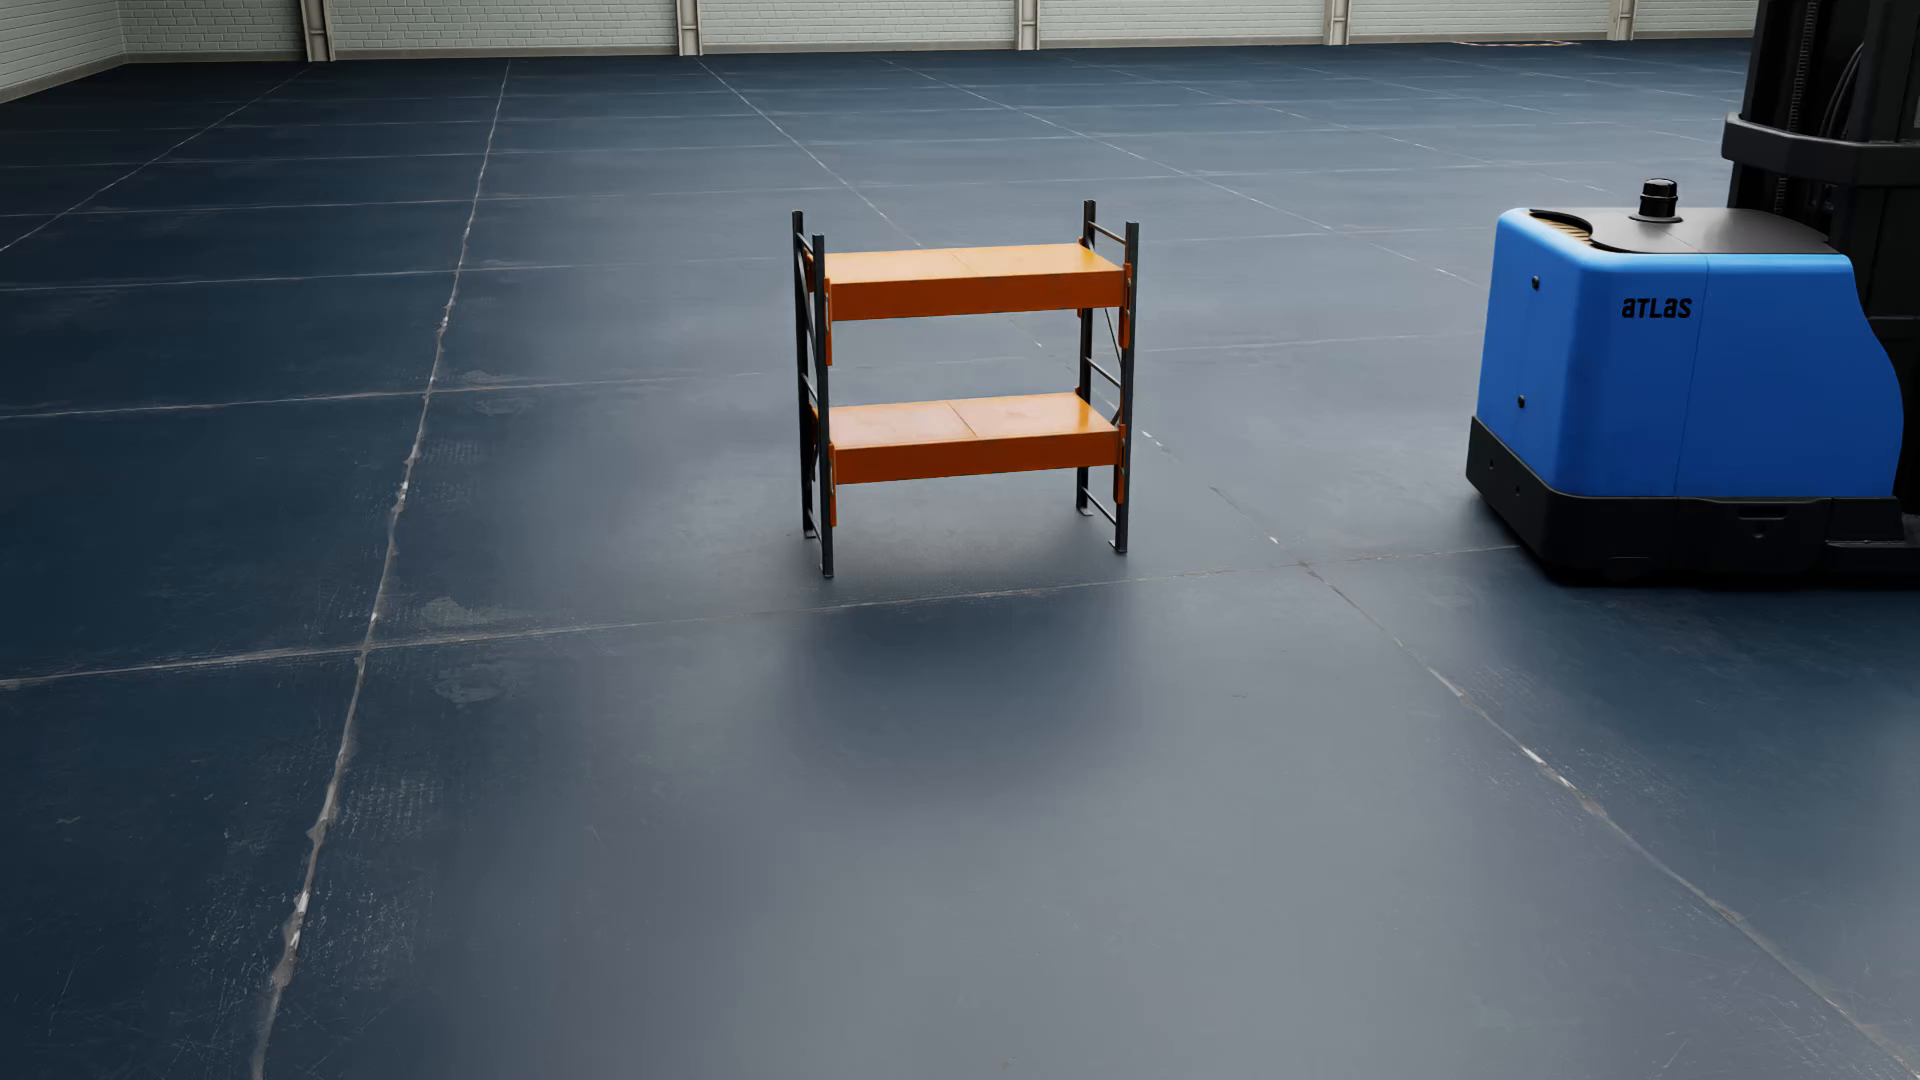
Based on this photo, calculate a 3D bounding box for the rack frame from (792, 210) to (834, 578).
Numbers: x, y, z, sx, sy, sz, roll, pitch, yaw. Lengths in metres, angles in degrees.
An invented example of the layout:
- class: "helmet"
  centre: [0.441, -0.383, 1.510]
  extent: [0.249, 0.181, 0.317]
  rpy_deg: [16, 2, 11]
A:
- class: "rack frame"
  centre: [-0.488, -0.488, 5.513]
  extent: [0.032, 1.125, 0.500]
  rpy_deg: [-5, 21, -12]

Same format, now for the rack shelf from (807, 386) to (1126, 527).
- class: "rack shelf"
  centre: [0.007, -0.299, 5.707]
  extent: [1.000, 0.278, 0.538]
  rpy_deg: [-5, 21, -12]

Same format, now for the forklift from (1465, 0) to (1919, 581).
- class: "forklift"
  centre: [3.413, -1.395, 5.362]
  extent: [3.031, 2.935, 1.130]
  rpy_deg: [0, 20, 0]

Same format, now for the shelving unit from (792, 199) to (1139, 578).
- class: "shelving unit"
  centre: [0.007, -0.529, 5.623]
  extent: [1.048, 1.125, 0.538]
  rpy_deg: [-5, 21, -12]

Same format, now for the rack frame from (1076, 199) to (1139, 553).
- class: "rack frame"
  centre: [0.501, -0.569, 5.732]
  extent: [0.032, 1.125, 0.500]
  rpy_deg: [-5, 21, -12]

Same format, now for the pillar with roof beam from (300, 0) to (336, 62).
- class: "pillar with roof beam"
  centre: [-9.486, -10.655, 21.820]
  extent: [0.400, 9.000, 9.100]
  rpy_deg: [-5, 21, -12]

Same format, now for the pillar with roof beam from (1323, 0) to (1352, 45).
- class: "pillar with roof beam"
  centre: [8.031, -12.080, 25.709]
  extent: [0.400, 9.000, 9.100]
  rpy_deg: [-5, 21, -12]

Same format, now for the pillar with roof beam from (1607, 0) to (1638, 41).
- class: "pillar with roof beam"
  centre: [13.870, -12.555, 27.006]
  extent: [0.400, 9.000, 9.100]
  rpy_deg: [-5, 21, -12]

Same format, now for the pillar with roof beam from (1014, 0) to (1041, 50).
- class: "pillar with roof beam"
  centre: [2.192, -11.605, 24.413]
  extent: [0.400, 9.000, 9.100]
  rpy_deg: [-5, 21, -12]

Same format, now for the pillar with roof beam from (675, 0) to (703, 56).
- class: "pillar with roof beam"
  centre: [-3.647, -11.130, 23.116]
  extent: [0.400, 9.000, 9.100]
  rpy_deg: [-5, 21, -12]

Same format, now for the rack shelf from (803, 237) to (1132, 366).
- class: "rack shelf"
  centre: [0.007, -0.804, 5.522]
  extent: [1.000, 0.278, 0.538]
  rpy_deg: [-5, 21, -12]
